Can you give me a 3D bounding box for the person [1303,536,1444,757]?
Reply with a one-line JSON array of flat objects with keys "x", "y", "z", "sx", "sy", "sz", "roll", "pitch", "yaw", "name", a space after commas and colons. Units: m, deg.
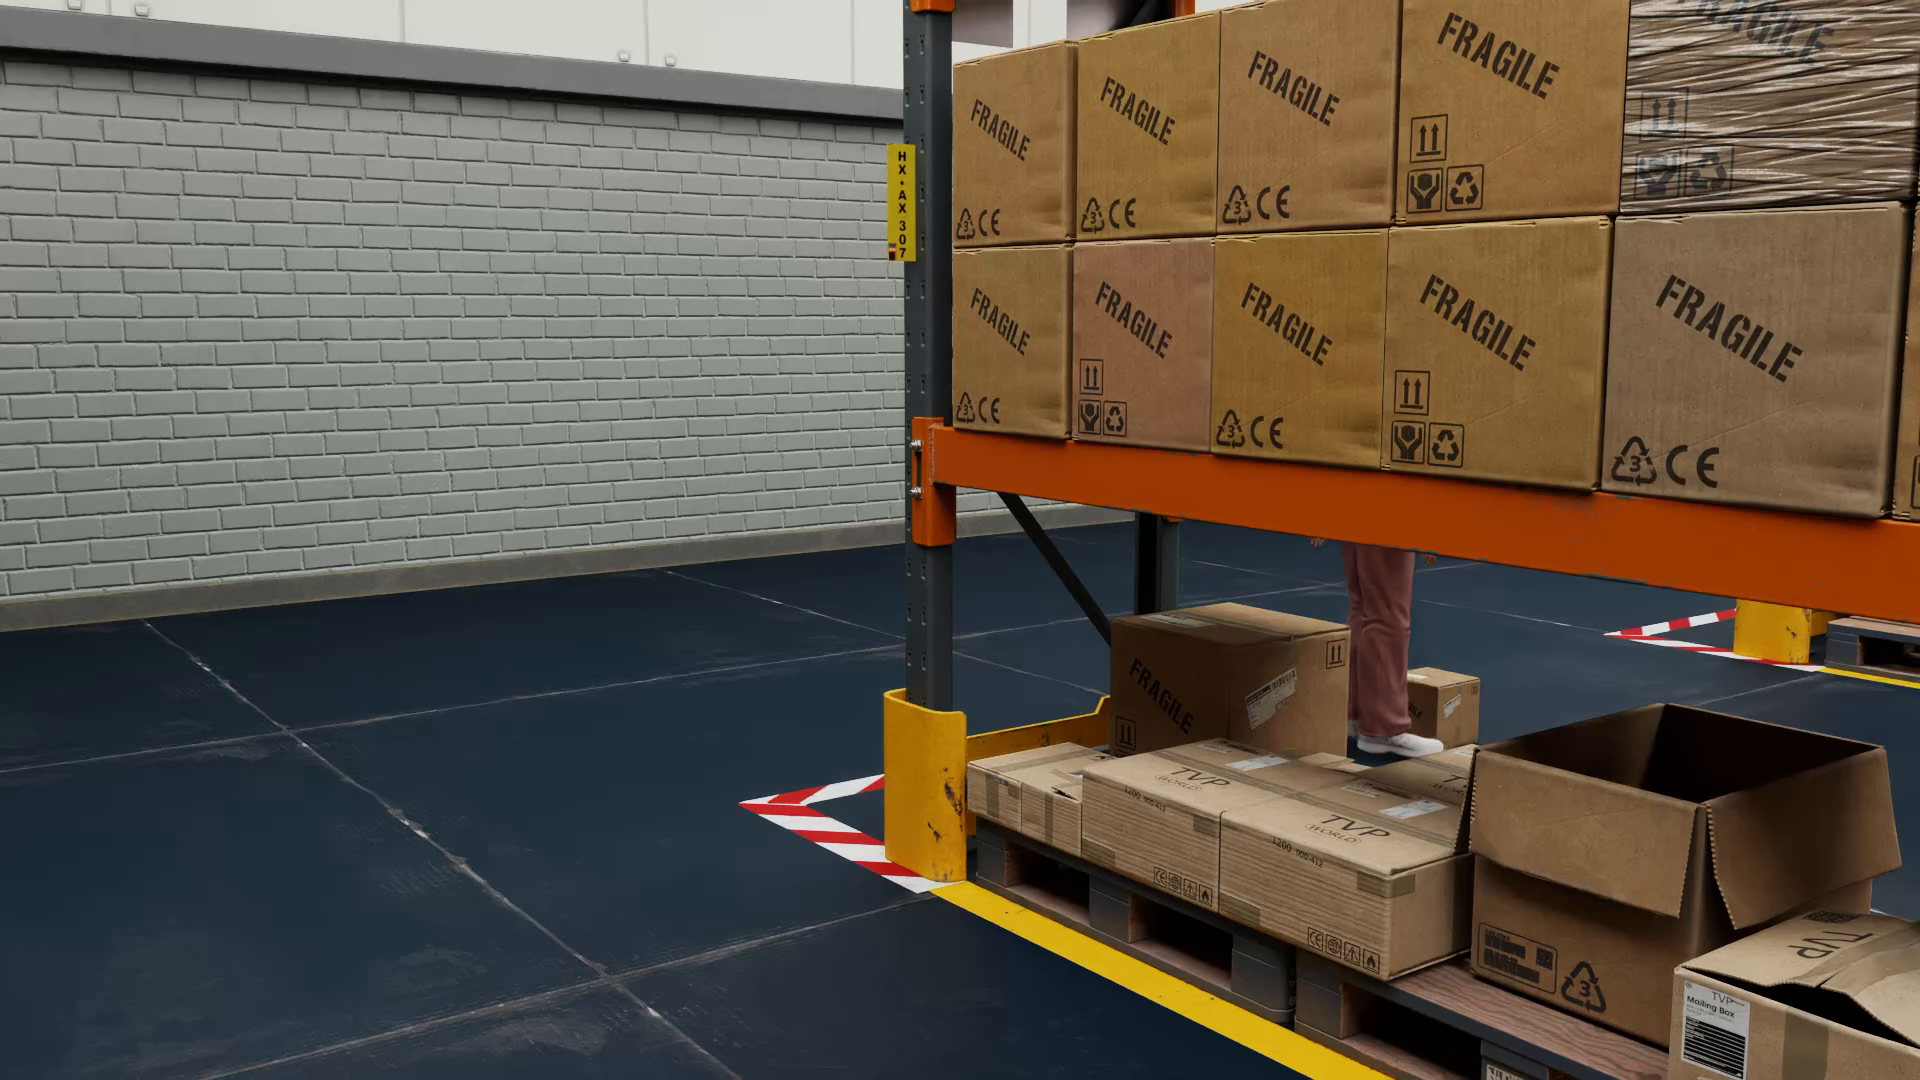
[{"x": 1.566, "y": -0.042, "z": 6.076, "sx": 0.429, "sy": 1.707, "sz": 0.544, "roll": -2, "pitch": 8, "yaw": -15, "name": "person"}]
